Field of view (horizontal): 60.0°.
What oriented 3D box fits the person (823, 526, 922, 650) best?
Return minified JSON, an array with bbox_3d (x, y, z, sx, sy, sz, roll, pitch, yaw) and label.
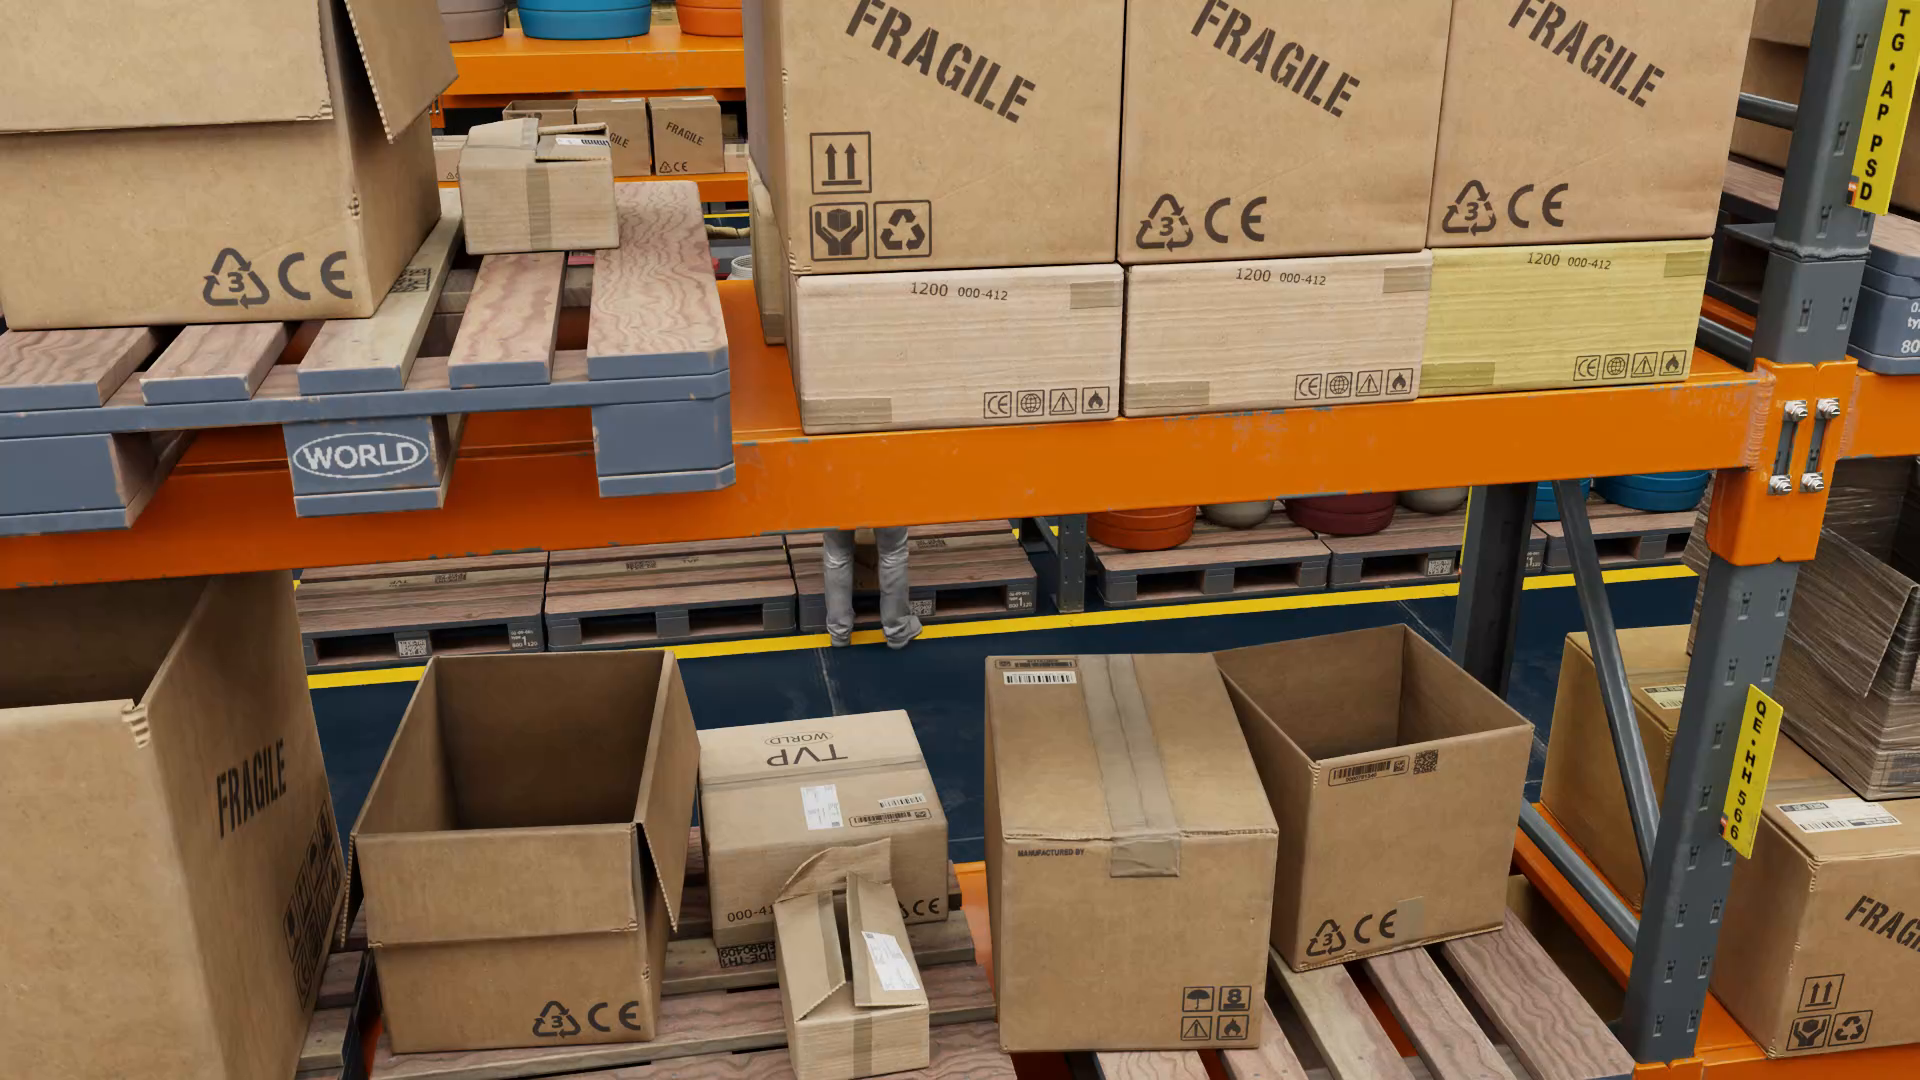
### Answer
[{"bbox_3d":[-0.473,-0.325,7.819,0.566,1.773,0.447,2,23,5],"label":"person"}]
